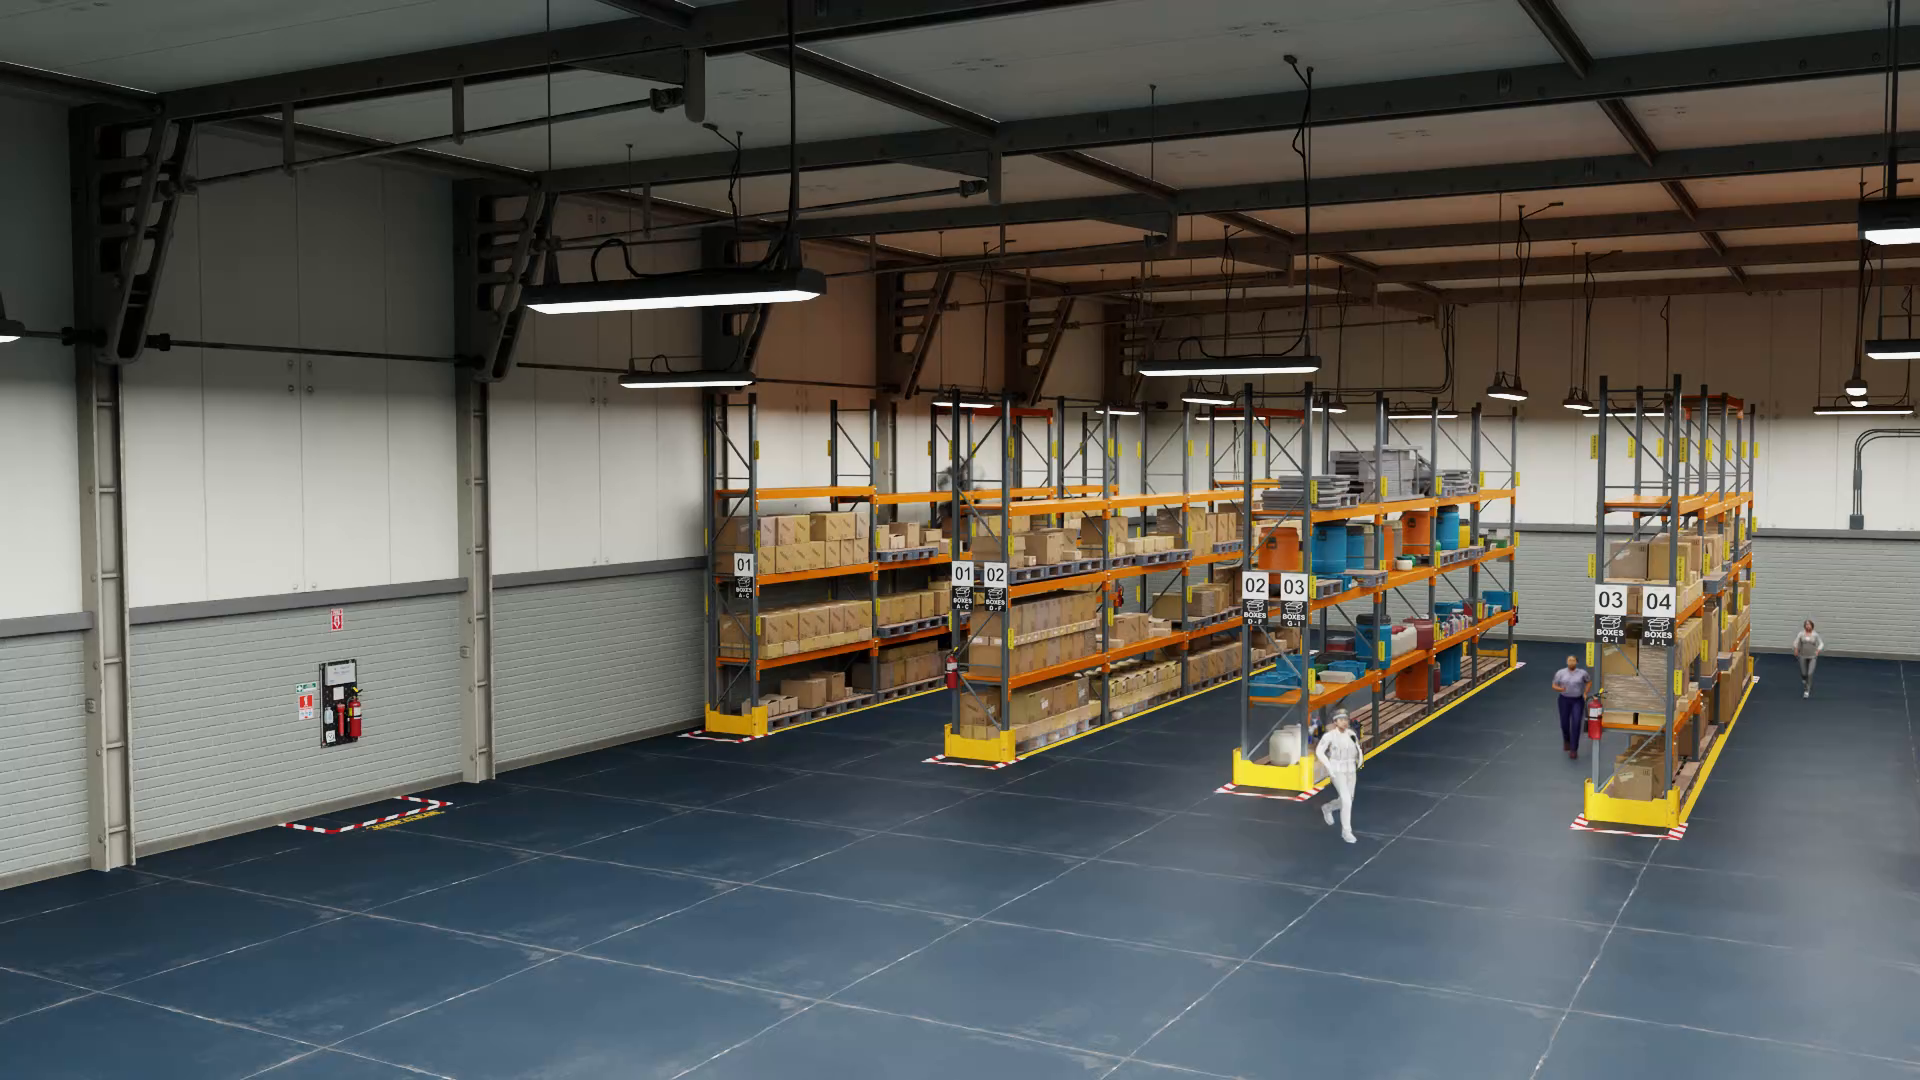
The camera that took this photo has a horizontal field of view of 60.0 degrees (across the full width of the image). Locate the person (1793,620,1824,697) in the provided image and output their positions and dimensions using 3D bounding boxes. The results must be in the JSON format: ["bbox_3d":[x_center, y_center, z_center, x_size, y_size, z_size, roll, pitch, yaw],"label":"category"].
[{"bbox_3d":[17.295,2.410,33.916,0.552,1.572,0.590,2,4,30],"label":"person"}]

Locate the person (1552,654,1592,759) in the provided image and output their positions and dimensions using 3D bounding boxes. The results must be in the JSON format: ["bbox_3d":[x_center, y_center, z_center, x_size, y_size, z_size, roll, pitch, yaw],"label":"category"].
[{"bbox_3d":[9.987,2.688,27.174,0.606,1.642,0.873,1,3,24],"label":"person"}]

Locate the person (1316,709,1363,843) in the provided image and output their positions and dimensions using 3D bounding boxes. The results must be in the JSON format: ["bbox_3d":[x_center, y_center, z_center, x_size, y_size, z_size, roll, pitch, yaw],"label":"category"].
[{"bbox_3d":[4.925,3.012,21.523,0.612,1.690,0.746,-1,3,-19],"label":"person"}]
